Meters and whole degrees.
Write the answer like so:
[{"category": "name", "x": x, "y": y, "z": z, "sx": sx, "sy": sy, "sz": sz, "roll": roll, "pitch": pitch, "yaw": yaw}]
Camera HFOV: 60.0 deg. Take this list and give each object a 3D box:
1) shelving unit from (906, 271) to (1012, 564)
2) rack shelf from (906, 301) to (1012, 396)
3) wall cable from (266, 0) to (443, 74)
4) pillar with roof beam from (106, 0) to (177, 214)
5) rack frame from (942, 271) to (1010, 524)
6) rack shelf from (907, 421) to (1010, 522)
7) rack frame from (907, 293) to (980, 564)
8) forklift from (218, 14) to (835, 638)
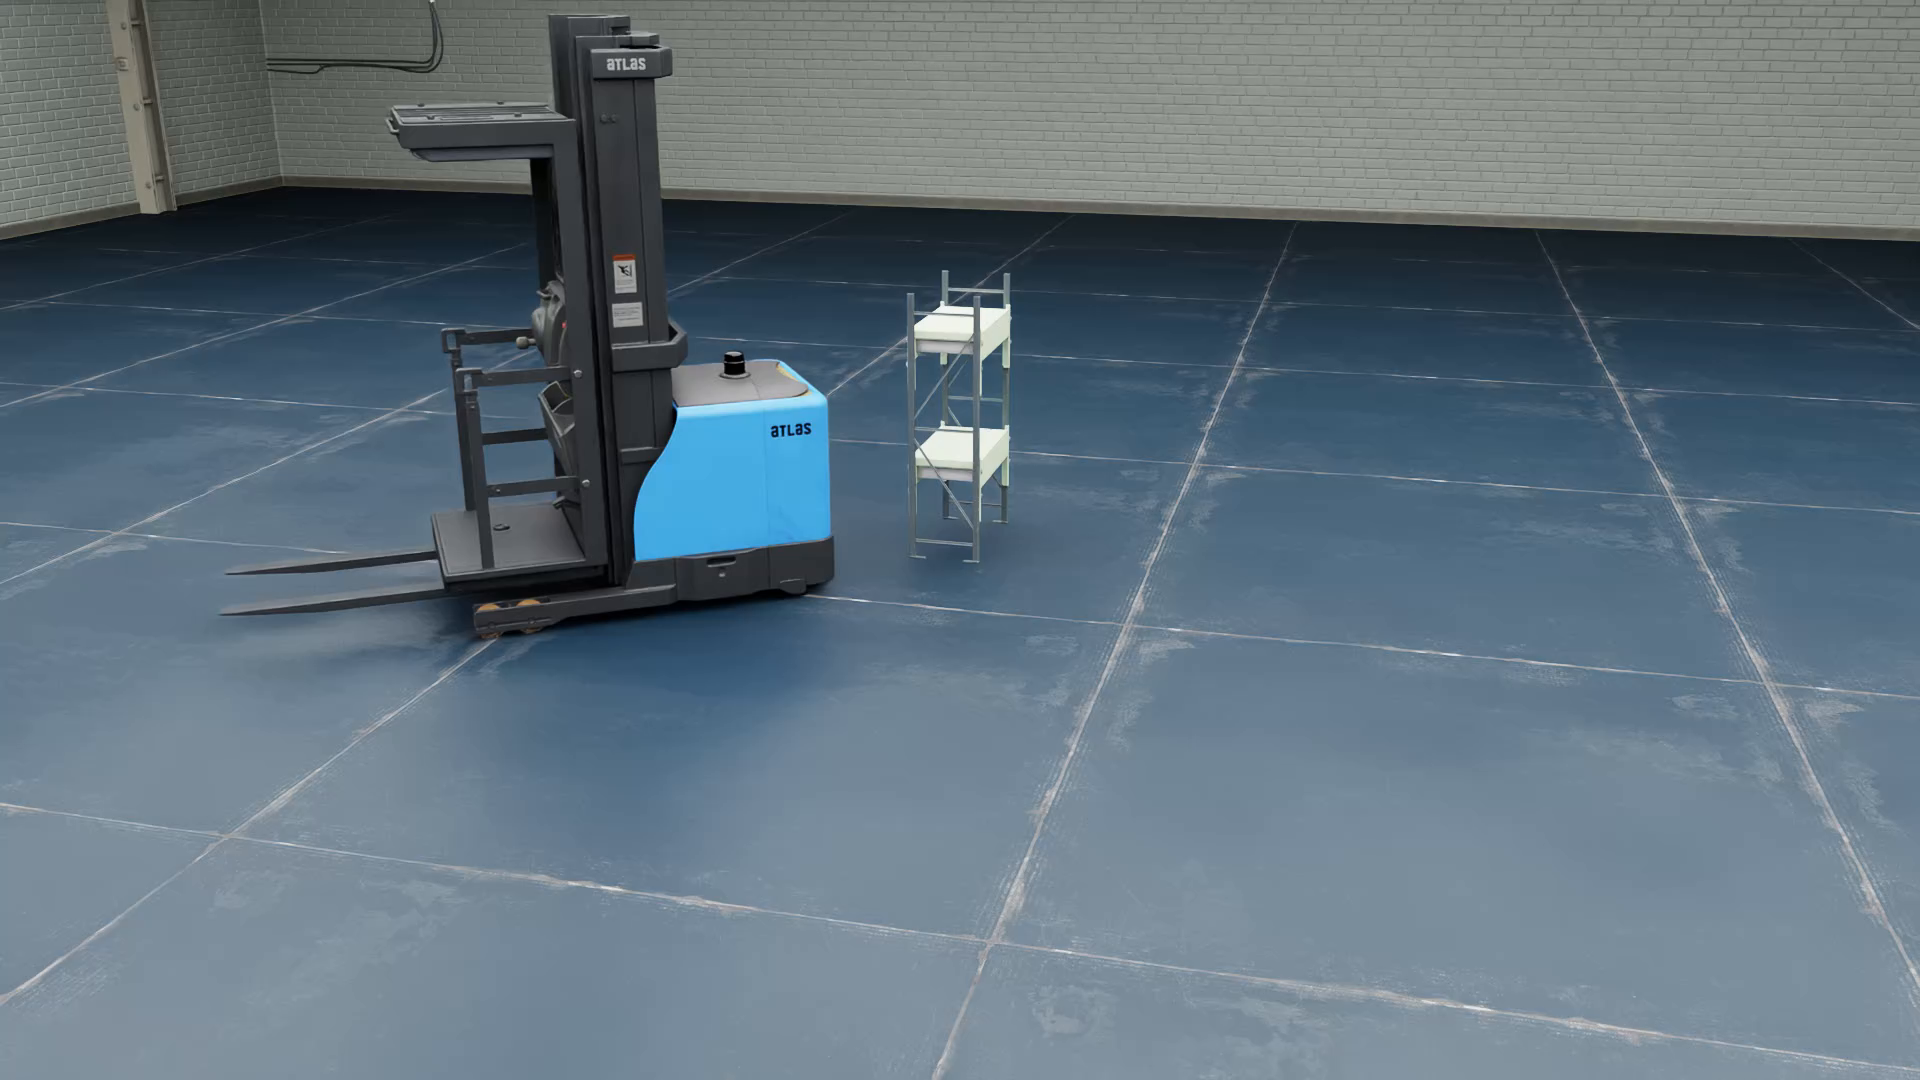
[{"category": "shelving unit", "x": 0.002, "y": -0.712, "z": 9.451, "sx": 0.431, "sy": 1.500, "sz": 0.755, "roll": 5, "pitch": 19, "yaw": 13}, {"category": "rack shelf", "x": 0.002, "y": -1.081, "z": 9.325, "sx": 0.431, "sy": 0.370, "sz": 0.720, "roll": 5, "pitch": 19, "yaw": 13}, {"category": "wall cable", "x": -9.078, "y": -8.148, "z": 24.424, "sx": 3.097, "sy": 2.526, "sz": 0.112, "roll": 5, "pitch": 19, "yaw": 13}, {"category": "pillar with roof beam", "x": -6.905, "y": -8.458, "z": 20.529, "sx": 9.100, "sy": 9.000, "sz": 0.400, "roll": 5, "pitch": 19, "yaw": 13}, {"category": "rack frame", "x": 0.091, "y": -0.827, "z": 9.787, "sx": 0.400, "sy": 1.500, "sz": 0.023, "roll": 5, "pitch": 19, "yaw": 13}, {"category": "rack shelf", "x": 0.002, "y": -0.403, "z": 9.557, "sx": 0.431, "sy": 0.370, "sz": 0.720, "roll": 5, "pitch": 19, "yaw": 13}, {"category": "rack frame", "x": -0.088, "y": -0.597, "z": 9.115, "sx": 0.400, "sy": 1.500, "sz": 0.023, "roll": 5, "pitch": 19, "yaw": 13}, {"category": "forklift", "x": -2.243, "y": -1.091, "z": 8.347, "sx": 3.031, "sy": 2.935, "sz": 1.130, "roll": -7, "pitch": 20, "yaw": -19}]
